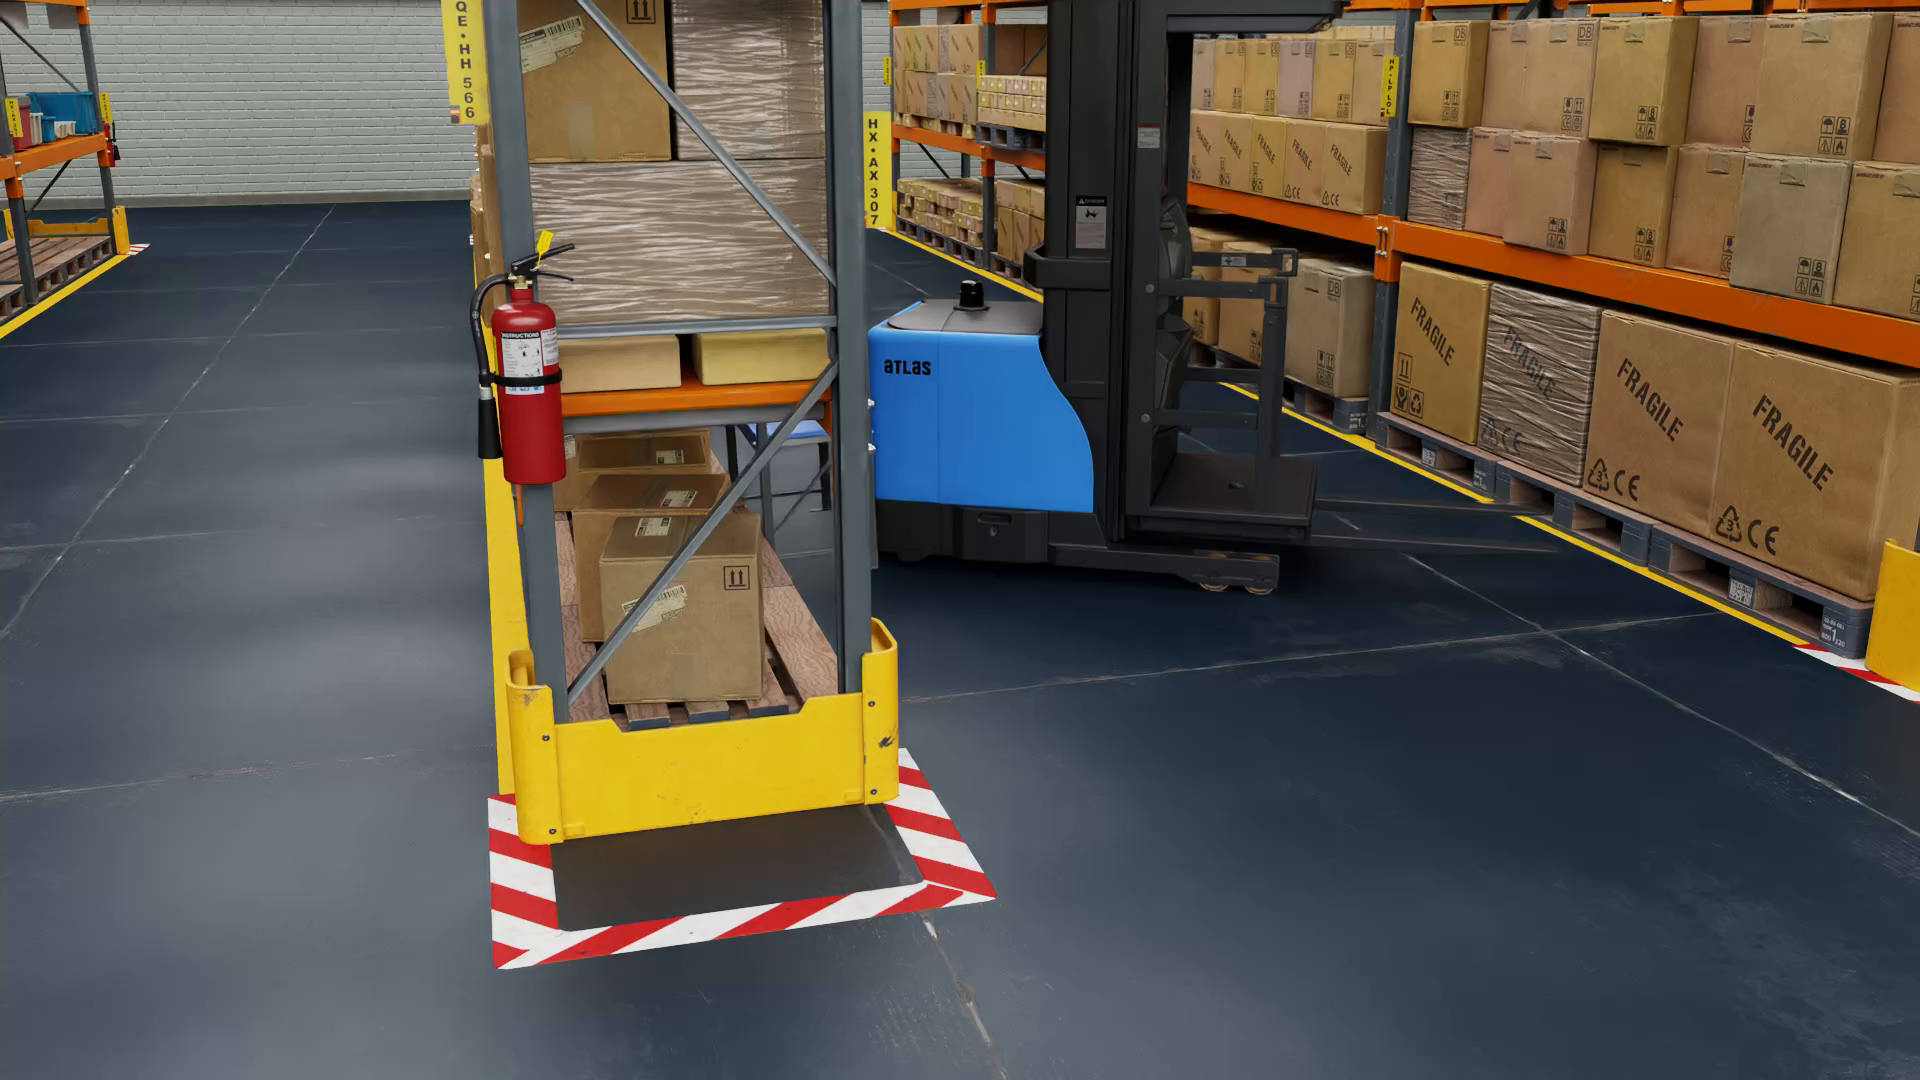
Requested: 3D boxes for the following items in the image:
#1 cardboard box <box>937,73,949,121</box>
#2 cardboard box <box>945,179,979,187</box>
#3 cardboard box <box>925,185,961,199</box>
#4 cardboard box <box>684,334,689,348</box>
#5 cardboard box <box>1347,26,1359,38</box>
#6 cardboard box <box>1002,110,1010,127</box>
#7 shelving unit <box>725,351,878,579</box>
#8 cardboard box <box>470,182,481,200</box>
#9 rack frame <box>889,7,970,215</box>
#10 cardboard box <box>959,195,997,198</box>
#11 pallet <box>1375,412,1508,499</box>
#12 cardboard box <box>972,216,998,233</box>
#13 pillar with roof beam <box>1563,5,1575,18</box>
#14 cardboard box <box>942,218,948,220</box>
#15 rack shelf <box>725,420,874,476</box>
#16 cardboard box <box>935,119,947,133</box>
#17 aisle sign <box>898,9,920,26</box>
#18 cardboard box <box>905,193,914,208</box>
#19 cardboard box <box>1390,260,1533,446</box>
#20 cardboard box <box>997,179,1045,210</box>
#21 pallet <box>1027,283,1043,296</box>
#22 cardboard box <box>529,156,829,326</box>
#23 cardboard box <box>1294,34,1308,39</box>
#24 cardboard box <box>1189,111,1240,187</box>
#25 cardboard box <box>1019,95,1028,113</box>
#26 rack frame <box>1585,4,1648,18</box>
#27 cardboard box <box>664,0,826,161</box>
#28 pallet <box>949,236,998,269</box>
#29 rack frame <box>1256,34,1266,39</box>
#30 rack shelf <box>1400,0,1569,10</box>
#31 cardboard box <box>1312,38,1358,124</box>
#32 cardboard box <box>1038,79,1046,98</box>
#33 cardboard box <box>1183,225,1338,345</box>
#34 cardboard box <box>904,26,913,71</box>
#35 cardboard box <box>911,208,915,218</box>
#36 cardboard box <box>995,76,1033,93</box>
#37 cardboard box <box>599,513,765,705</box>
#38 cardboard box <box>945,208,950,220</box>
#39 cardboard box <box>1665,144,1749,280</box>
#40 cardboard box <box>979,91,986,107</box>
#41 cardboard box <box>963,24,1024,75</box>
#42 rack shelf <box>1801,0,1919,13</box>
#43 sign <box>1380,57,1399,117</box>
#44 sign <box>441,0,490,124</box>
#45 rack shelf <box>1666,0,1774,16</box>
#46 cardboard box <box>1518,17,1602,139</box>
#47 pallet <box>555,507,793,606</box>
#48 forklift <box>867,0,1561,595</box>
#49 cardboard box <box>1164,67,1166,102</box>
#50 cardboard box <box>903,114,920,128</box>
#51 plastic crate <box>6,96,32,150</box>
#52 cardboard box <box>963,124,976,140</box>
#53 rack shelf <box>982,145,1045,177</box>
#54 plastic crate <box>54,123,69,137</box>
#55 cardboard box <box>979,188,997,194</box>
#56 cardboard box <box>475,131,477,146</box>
[{"bbox_3d":[0.051,-4.866,18.247,0.500,0.500,0.500,-5,17,-16],"label":"cardboard box"},{"bbox_3d":[0.036,-4.310,20.277,0.380,0.149,0.250,-4,17,-14],"label":"cardboard box"},{"bbox_3d":[-0.197,-4.052,19.420,0.380,0.149,0.250,-4,17,-13],"label":"cardboard box"},{"bbox_3d":[-0.720,-0.718,5.565,0.380,0.149,0.250,-5,17,-15],"label":"cardboard box"},{"bbox_3d":[4.783,-5.958,19.535,0.380,0.149,0.250,-5,17,-16],"label":"cardboard box"},{"bbox_3d":[0.613,-4.003,15.772,0.380,0.149,0.250,-5,17,-15],"label":"cardboard box"},{"bbox_3d":[-0.775,-0.703,7.651,0.538,1.500,1.048,-7,18,-15],"label":"shelving unit"},{"bbox_3d":[-3.623,-2.680,14.623,1.225,0.875,0.875,-5,18,-17],"label":"cardboard box"},{"bbox_3d":[-0.367,-5.389,20.680,1.000,3.000,0.127,-5,17,-15],"label":"rack frame"},{"bbox_3d":[0.204,-3.695,18.231,0.380,0.149,0.250,-4,17,-13],"label":"cardboard box"},{"bbox_3d":[3.065,-0.518,9.310,1.003,0.211,1.213,-5,17,-15],"label":"pallet"},{"bbox_3d":[0.340,-3.323,17.510,0.380,0.149,0.250,-4,17,-14],"label":"cardboard box"},{"bbox_3d":[5.123,-9.552,24.110,9.100,9.000,0.400,-5,17,-15],"label":"pillar with roof beam"},{"bbox_3d":[0.005,-3.564,18.829,0.380,0.149,0.250,-4,17,-14],"label":"cardboard box"},{"bbox_3d":[-0.769,-0.531,7.704,0.538,0.185,1.000,-7,18,-15],"label":"rack shelf"},{"bbox_3d":[-0.070,-4.650,18.655,0.380,0.149,0.250,-4,17,-14],"label":"cardboard box"},{"bbox_3d":[-0.675,-6.631,20.294,0.394,0.787,0.004,-5,17,-15],"label":"aisle sign"},{"bbox_3d":[-0.449,-4.122,20.170,0.380,0.149,0.250,-5,17,-16],"label":"cardboard box"},{"bbox_3d":[3.036,-1.074,9.277,0.875,0.875,0.875,-4,17,-14],"label":"cardboard box"},{"bbox_3d":[0.681,-3.421,16.438,0.500,0.250,0.500,-5,18,-18],"label":"cardboard box"},{"bbox_3d":[1.287,-2.394,15.556,1.003,0.211,1.213,-5,17,-15],"label":"pallet"},{"bbox_3d":[-0.891,-0.944,5.190,0.875,0.500,0.500,-5,17,-15],"label":"cardboard box"},{"bbox_3d":[4.387,-6.307,20.695,0.380,0.149,0.250,-5,18,-17],"label":"cardboard box"},{"bbox_3d":[1.976,-2.799,11.882,0.500,0.500,0.500,-5,17,-15],"label":"cardboard box"},{"bbox_3d":[0.764,-3.998,15.239,0.380,0.149,0.250,-5,17,-16],"label":"cardboard box"},{"bbox_3d":[9.136,-6.202,23.386,1.000,3.000,0.127,-5,17,-15],"label":"rack frame"},{"bbox_3d":[-0.656,-1.442,5.111,0.500,0.500,0.500,-5,17,-15],"label":"cardboard box"},{"bbox_3d":[0.514,-3.130,18.007,1.003,0.211,1.213,-5,17,-15],"label":"pallet"},{"bbox_3d":[4.365,-5.809,22.076,1.000,3.000,0.127,-5,17,-15],"label":"rack frame"},{"bbox_3d":[3.480,-2.609,7.460,1.077,0.370,4.000,-5,17,-15],"label":"rack shelf"},{"bbox_3d":[2.645,-2.876,10.400,0.700,0.500,0.500,-5,17,-16],"label":"cardboard box"},{"bbox_3d":[0.903,-3.999,14.725,0.380,0.149,0.250,-4,17,-13],"label":"cardboard box"},{"bbox_3d":[2.156,-1.883,12.188,1.050,0.750,0.750,-4,17,-14],"label":"cardboard box"},{"bbox_3d":[-0.354,-5.774,19.533,0.500,0.500,0.500,-4,17,-14],"label":"cardboard box"},{"bbox_3d":[-0.380,-3.989,20.243,0.380,0.149,0.250,-5,17,-15],"label":"cardboard box"},{"bbox_3d":[0.549,-4.356,15.911,0.380,0.149,0.250,-5,17,-15],"label":"cardboard box"},{"bbox_3d":[-0.922,0.222,5.613,0.500,0.500,0.500,-1,17,-5],"label":"cardboard box"},{"bbox_3d":[0.045,-3.692,18.736,0.380,0.149,0.250,-6,18,-18],"label":"cardboard box"},{"bbox_3d":[3.679,-1.450,7.304,0.875,0.550,0.550,-5,17,-15],"label":"cardboard box"},{"bbox_3d":[0.398,-4.361,16.446,0.380,0.149,0.250,-4,17,-14],"label":"cardboard box"},{"bbox_3d":[0.343,-5.061,17.157,0.500,0.500,0.500,-5,18,-17],"label":"cardboard box"},{"bbox_3d":[10.785,-5.635,17.533,1.077,0.370,4.000,-5,17,-15],"label":"rack shelf"},{"bbox_3d":[2.412,-2.541,9.323,0.100,0.325,0.005,-5,17,-15],"label":"sign"},{"bbox_3d":[-1.306,-1.267,4.394,0.100,0.325,0.005,-5,17,-15],"label":"sign"},{"bbox_3d":[7.113,-4.135,12.539,1.077,0.370,4.000,-5,17,-15],"label":"rack shelf"},{"bbox_3d":[3.278,-2.251,8.095,0.875,0.550,0.550,-5,17,-15],"label":"cardboard box"},{"bbox_3d":[-1.309,0.151,7.084,1.003,0.211,1.213,-5,17,-15],"label":"pallet"},{"bbox_3d":[1.139,-1.336,7.304,3.031,2.935,1.130,4,17,13],"label":"forklift"},{"bbox_3d":[1.945,-3.578,12.739,0.700,0.500,0.500,-5,17,-16],"label":"cardboard box"},{"bbox_3d":[-0.461,-5.008,19.846,0.380,0.149,0.250,-5,17,-17],"label":"cardboard box"},{"bbox_3d":[-8.831,-3.853,15.351,0.402,0.464,0.583,-5,17,-15],"label":"plastic crate"},{"bbox_3d":[0.253,-4.286,17.443,0.380,0.149,0.250,-5,17,-17],"label":"cardboard box"},{"bbox_3d":[1.282,-3.385,15.258,1.077,0.370,4.000,-5,17,-15],"label":"rack shelf"},{"bbox_3d":[-9.462,-4.244,17.219,0.396,0.136,0.243,-5,17,-15],"label":"plastic crate"},{"bbox_3d":[0.432,-3.950,19.078,0.380,0.149,0.250,-5,17,-15],"label":"cardboard box"},{"bbox_3d":[-4.534,-3.928,16.252,0.380,0.149,0.250,-4,17,-14],"label":"cardboard box"}]
